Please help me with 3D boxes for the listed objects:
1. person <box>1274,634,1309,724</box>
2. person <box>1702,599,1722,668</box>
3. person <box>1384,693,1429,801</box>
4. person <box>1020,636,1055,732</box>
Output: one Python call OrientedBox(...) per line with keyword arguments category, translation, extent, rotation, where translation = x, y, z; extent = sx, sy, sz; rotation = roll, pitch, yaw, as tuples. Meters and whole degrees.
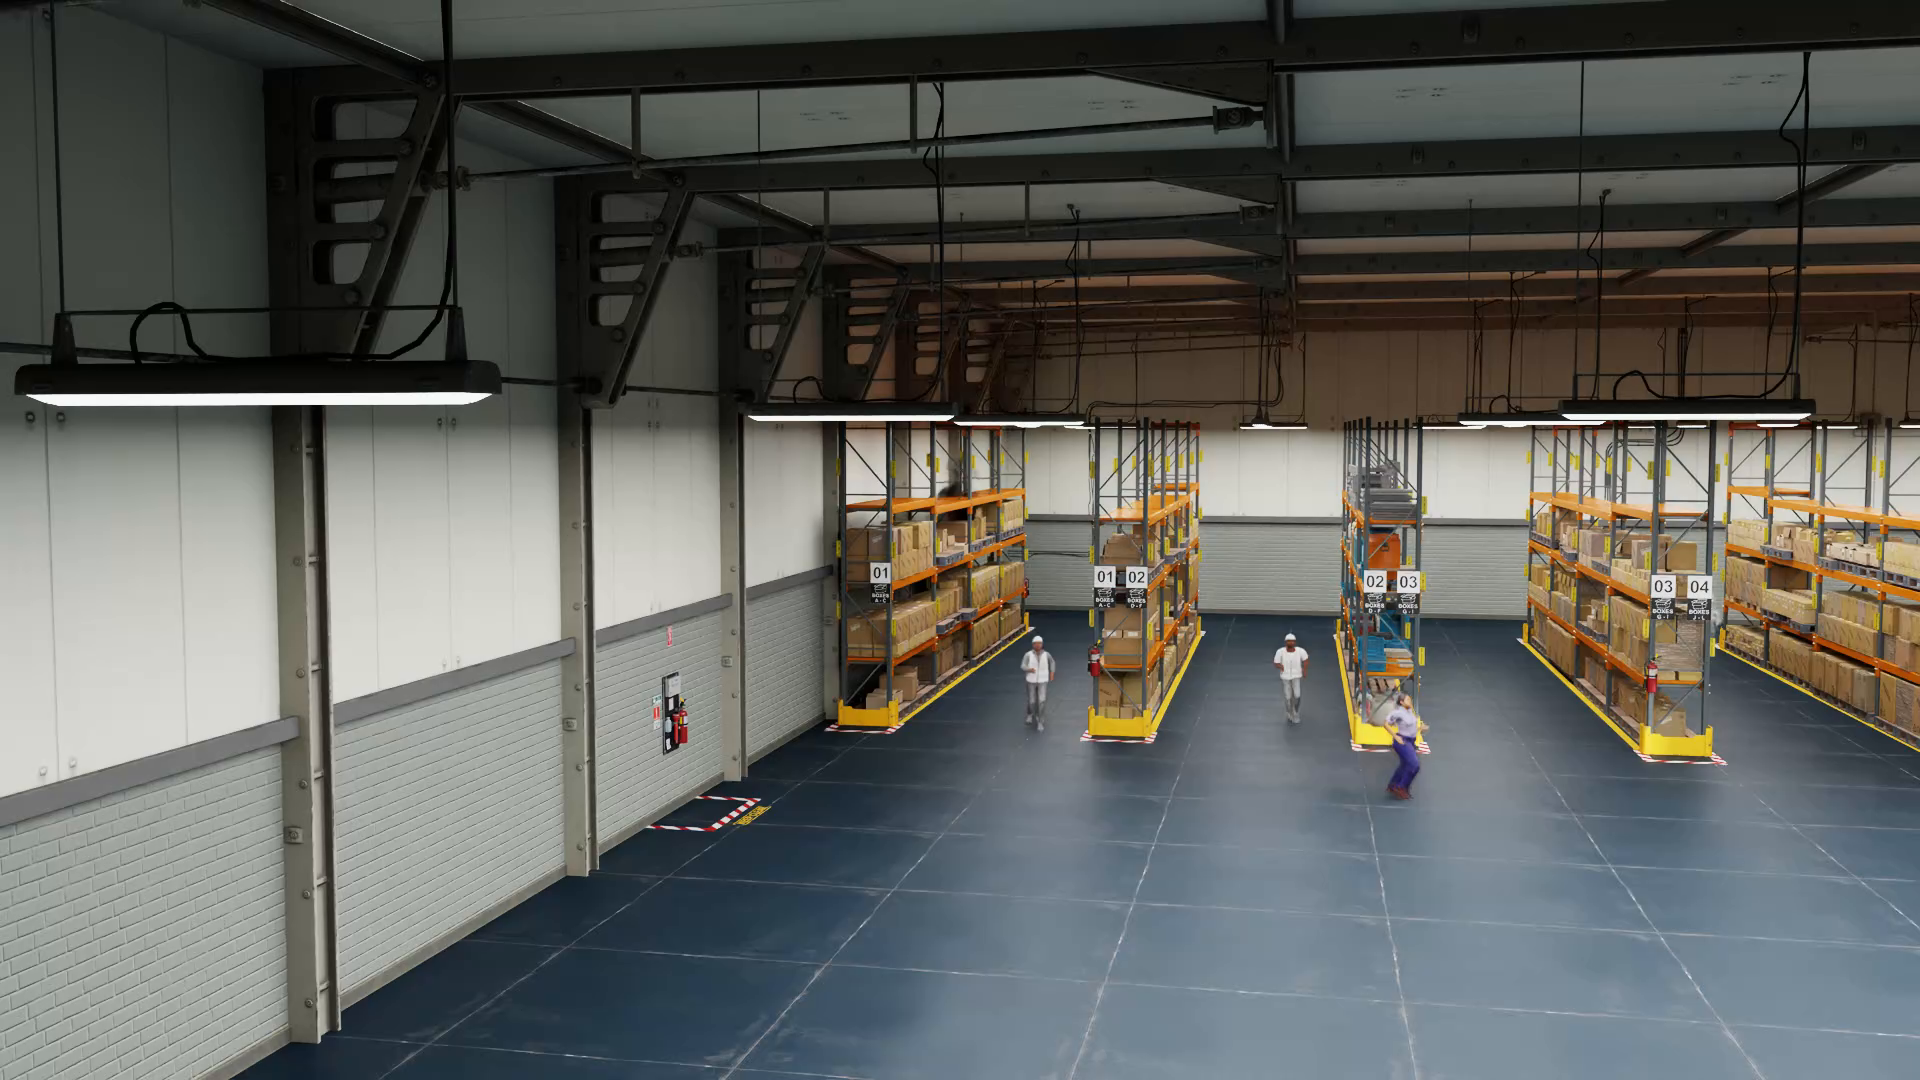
OrientedBox(category="person", translation=(6.504, 2.732, 32.663), extent=(0.671, 1.782, 0.711), rotation=(1, 4, 12))
OrientedBox(category="person", translation=(18.159, 2.272, 40.330), extent=(0.587, 1.717, 0.687), rotation=(1, 4, 11))
OrientedBox(category="person", translation=(6.969, 3.231, 25.950), extent=(0.650, 1.681, 0.583), rotation=(3, 5, 35))
OrientedBox(category="person", translation=(1.506, 2.758, 32.140), extent=(0.679, 1.798, 0.858), rotation=(0, 4, 0))
